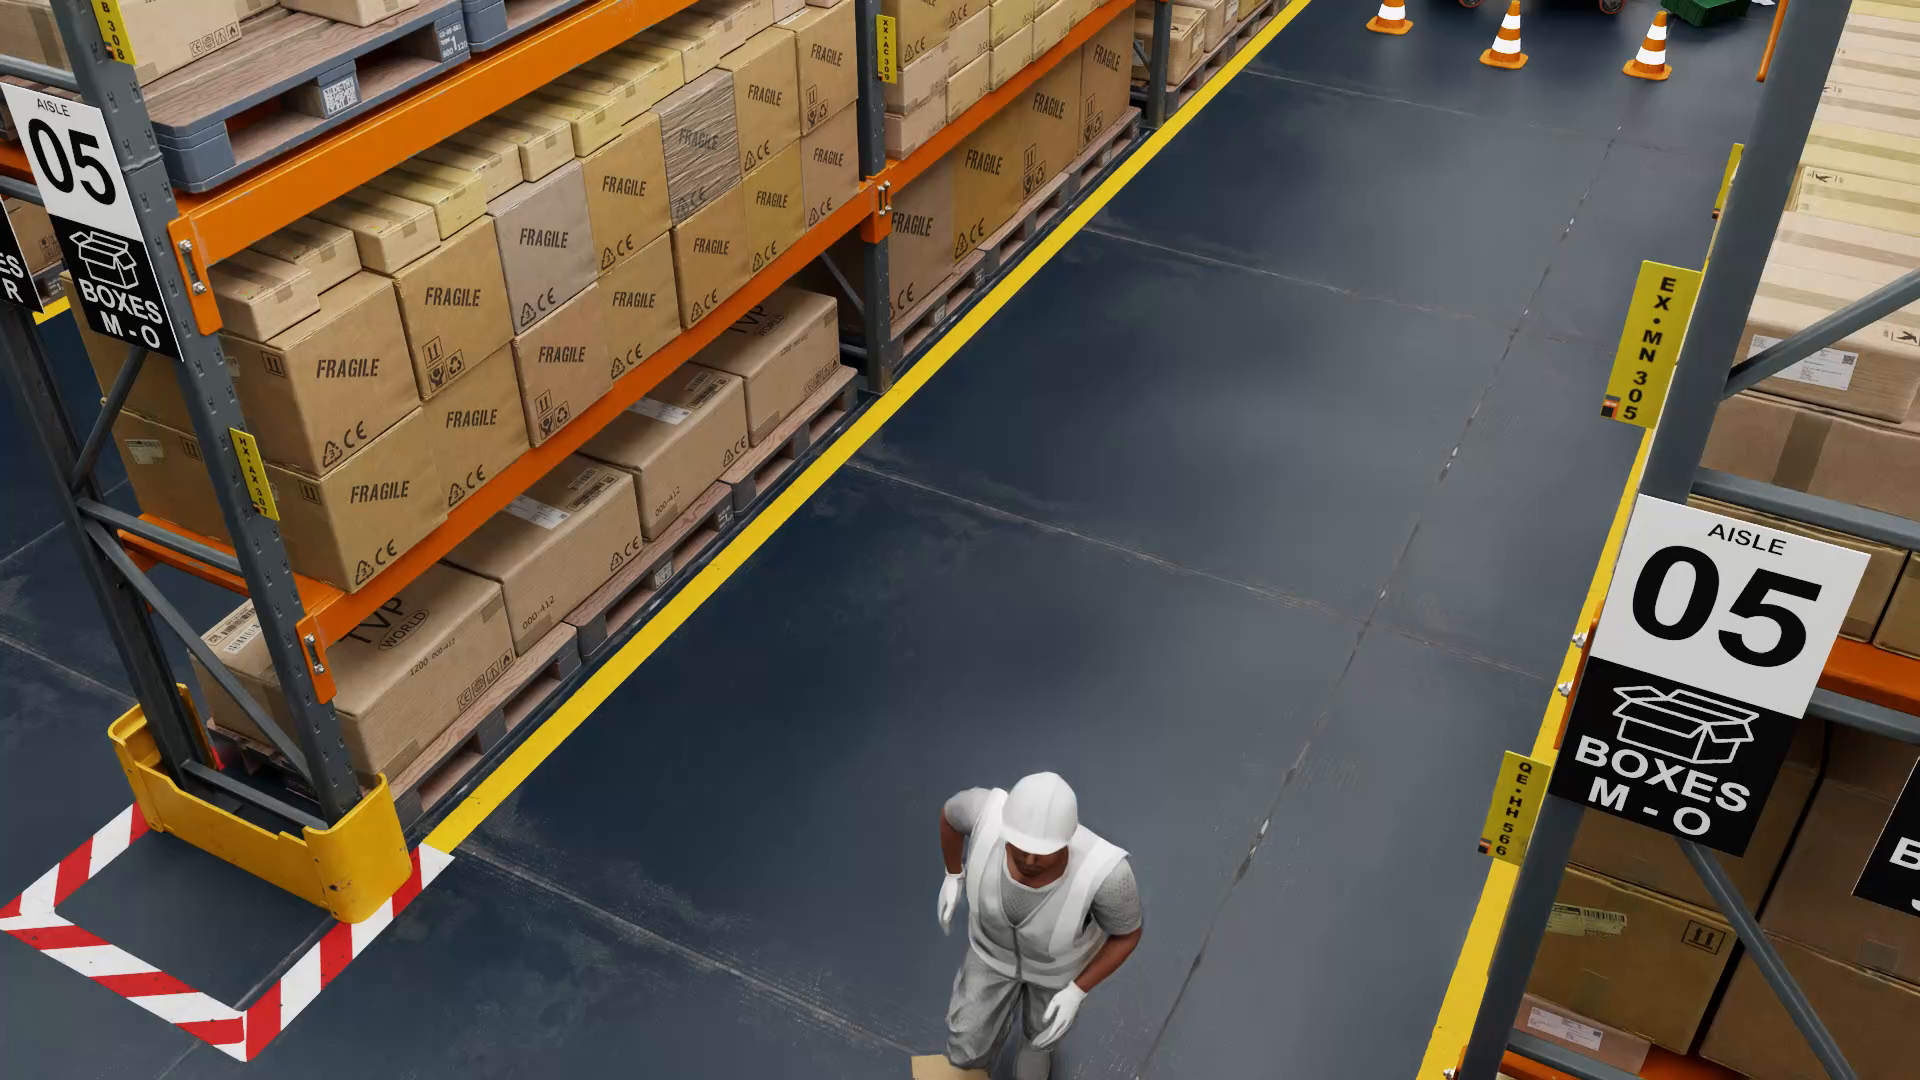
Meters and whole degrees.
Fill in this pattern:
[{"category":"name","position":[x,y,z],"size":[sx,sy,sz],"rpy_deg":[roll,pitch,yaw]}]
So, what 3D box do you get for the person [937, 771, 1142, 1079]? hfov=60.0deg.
[{"category":"person","position":[0.217,1.266,5.131],"size":[0.683,1.724,0.708],"rpy_deg":[12,39,15]}]
